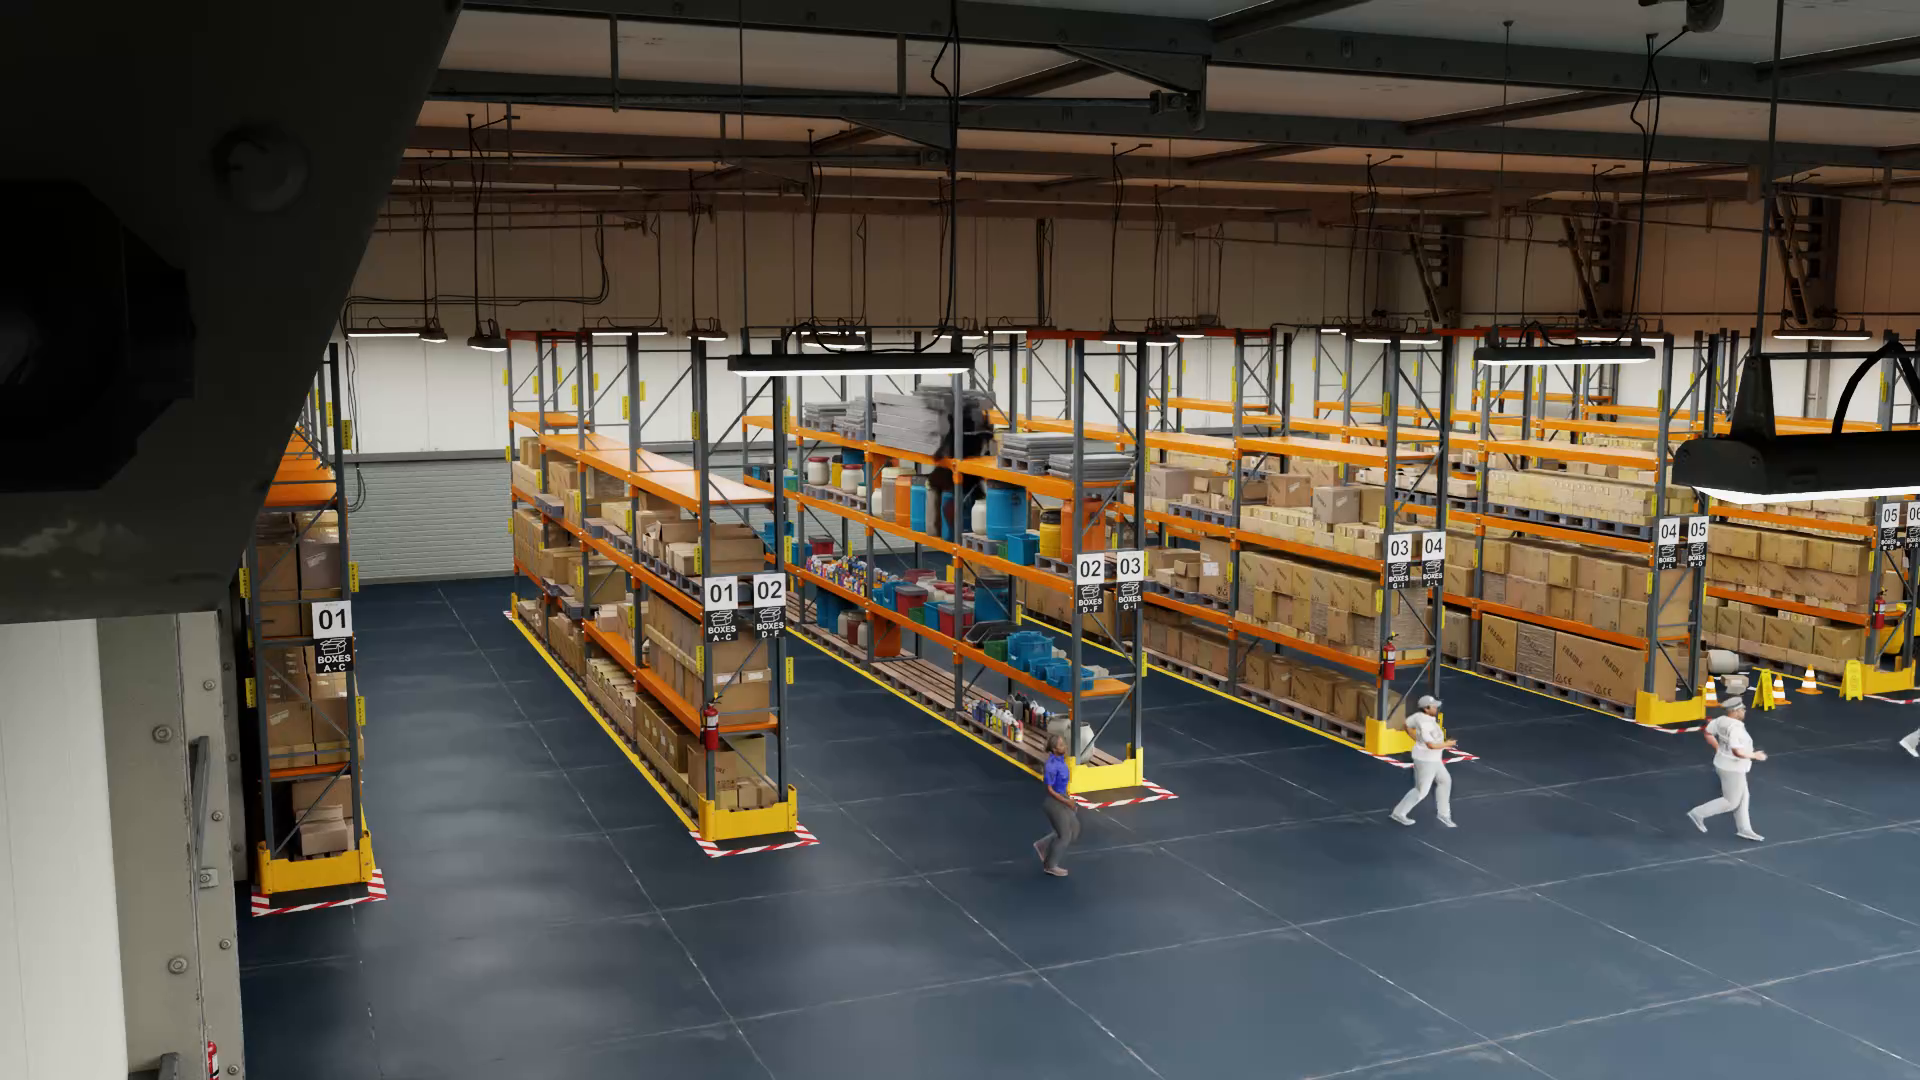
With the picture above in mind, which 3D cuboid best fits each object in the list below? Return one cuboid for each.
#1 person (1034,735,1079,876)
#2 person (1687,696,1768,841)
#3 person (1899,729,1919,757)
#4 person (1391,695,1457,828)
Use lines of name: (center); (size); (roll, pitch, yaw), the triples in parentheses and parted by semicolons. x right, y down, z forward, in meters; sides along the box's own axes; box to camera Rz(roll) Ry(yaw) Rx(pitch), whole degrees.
person: (1.105, 2.994, 18.818); (0.474, 1.621, 0.581); (1, 8, 9)
person: (9.247, 2.753, 19.993); (0.944, 1.790, 0.664); (1, 8, 6)
person: (13.765, 2.321, 23.299); (0.970, 1.653, 0.565); (3, 8, 23)
person: (5.753, 2.749, 20.527); (0.816, 1.703, 0.607); (2, 8, 12)
